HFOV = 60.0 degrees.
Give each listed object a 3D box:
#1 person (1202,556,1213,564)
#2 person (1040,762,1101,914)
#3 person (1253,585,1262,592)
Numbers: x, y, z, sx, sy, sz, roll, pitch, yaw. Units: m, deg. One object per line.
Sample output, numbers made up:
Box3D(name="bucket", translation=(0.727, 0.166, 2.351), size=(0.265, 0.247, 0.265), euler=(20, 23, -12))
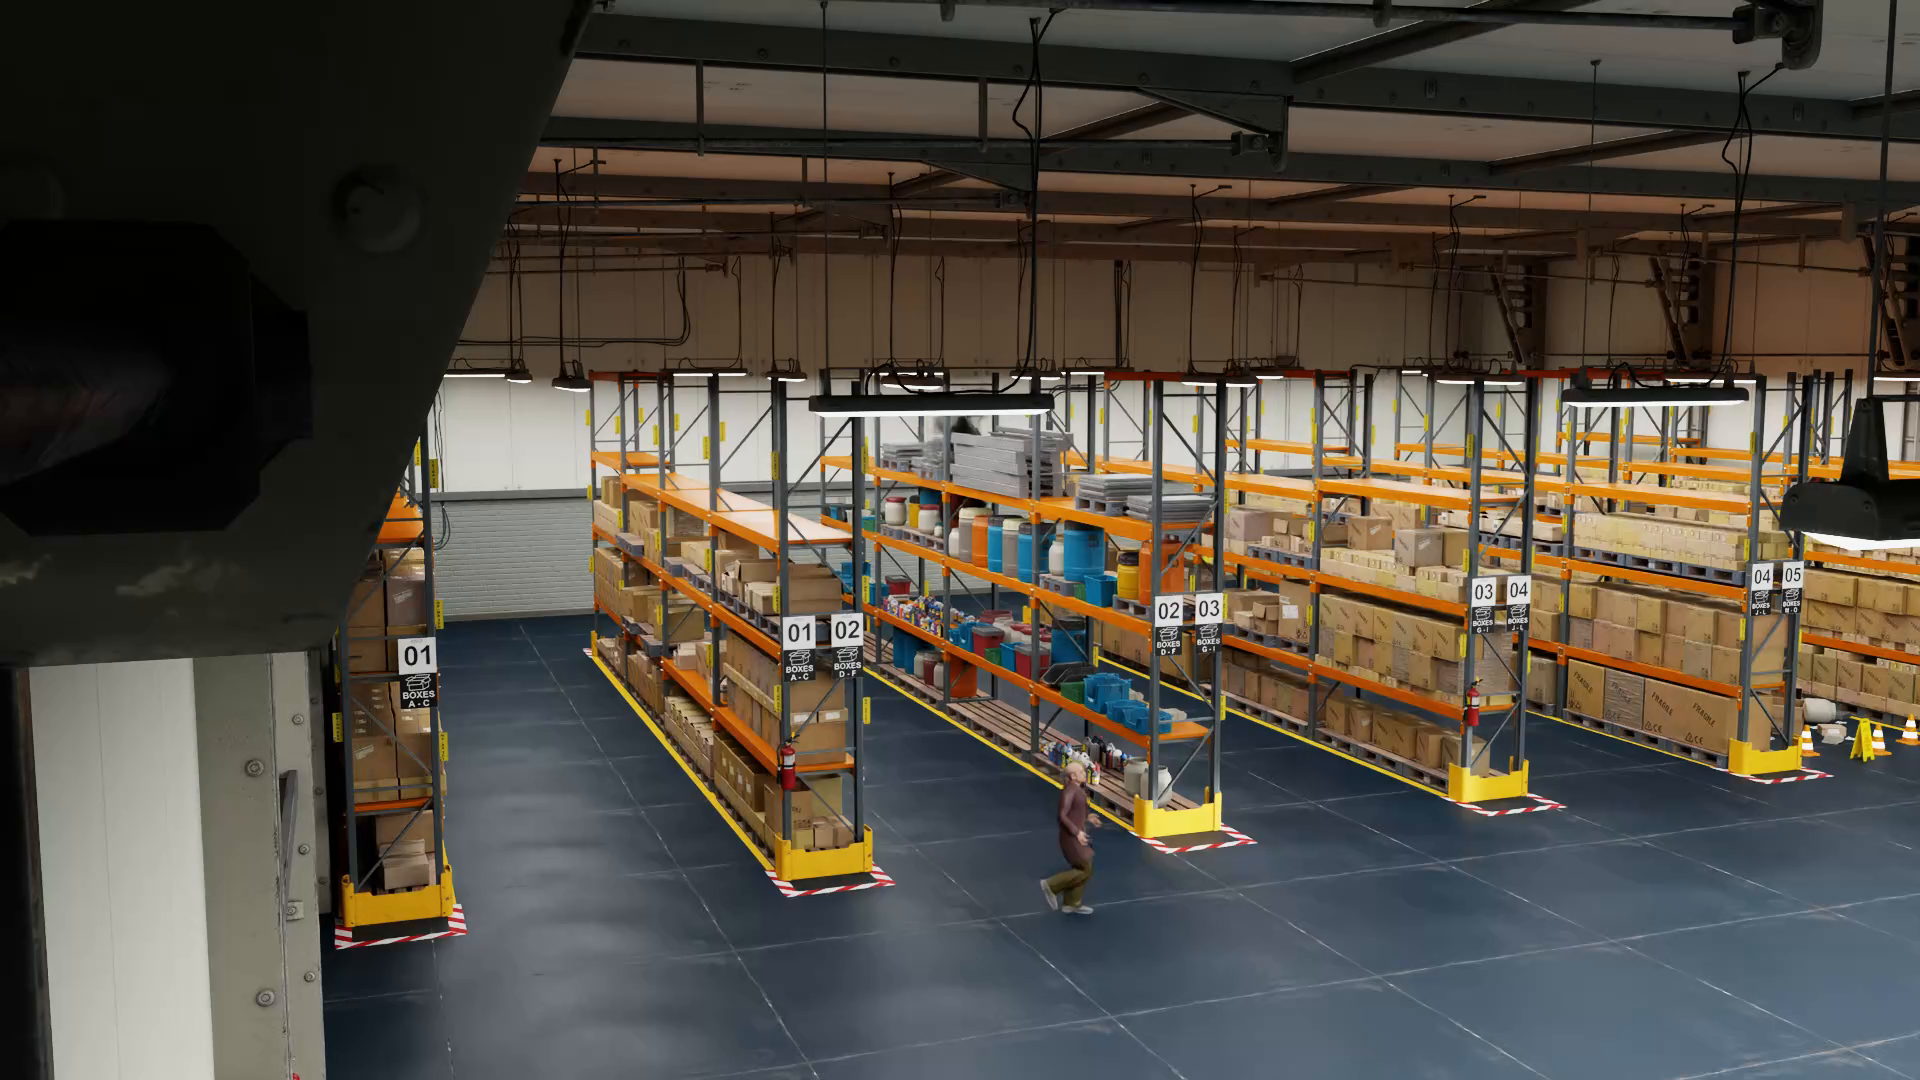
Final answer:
Box3D(name="person", translation=(6.234, 0.861, 41.341), size=(0.834, 1.815, 0.700), euler=(-6, 9, -44))
Box3D(name="person", translation=(1.259, 3.373, 18.853), size=(0.685, 1.750, 0.704), euler=(1, 6, 4))
Box3D(name="person", translation=(5.946, 1.757, 33.557), size=(0.509, 1.709, 0.837), euler=(-2, 7, -20))
